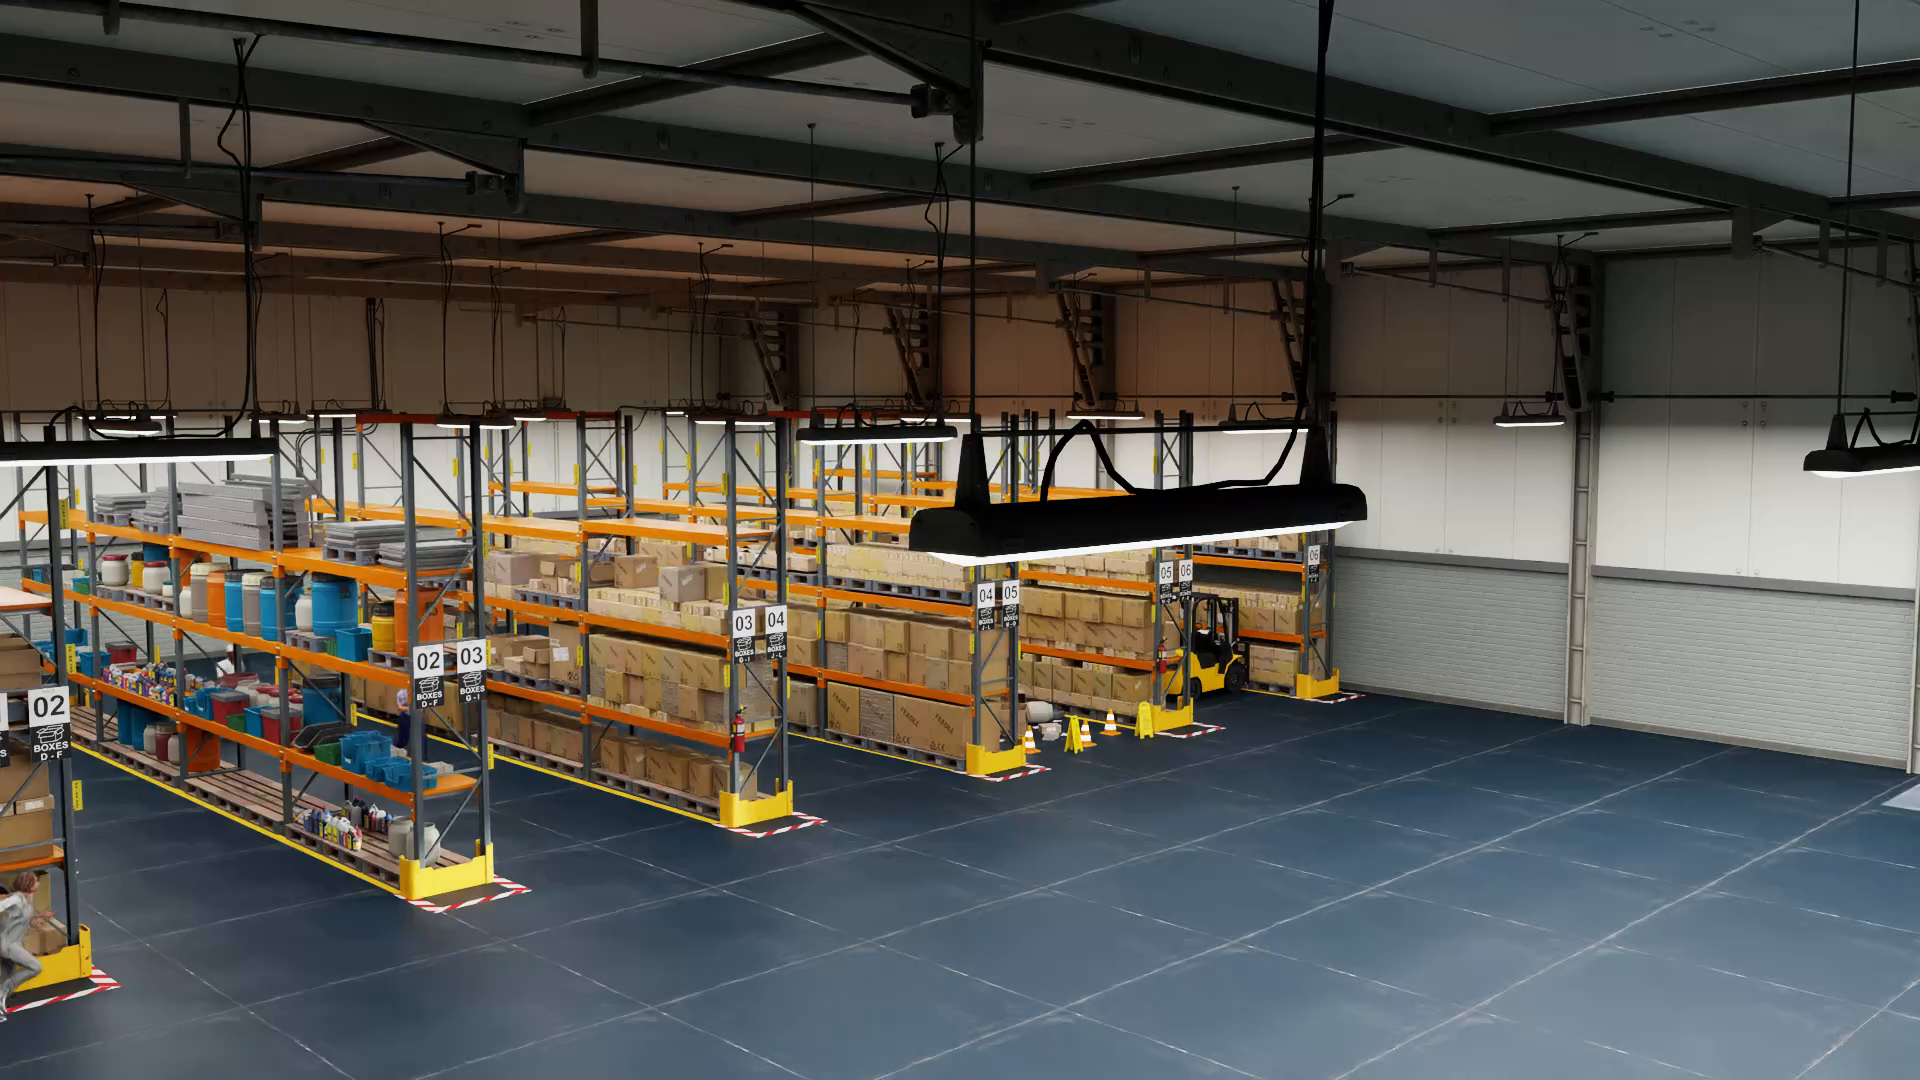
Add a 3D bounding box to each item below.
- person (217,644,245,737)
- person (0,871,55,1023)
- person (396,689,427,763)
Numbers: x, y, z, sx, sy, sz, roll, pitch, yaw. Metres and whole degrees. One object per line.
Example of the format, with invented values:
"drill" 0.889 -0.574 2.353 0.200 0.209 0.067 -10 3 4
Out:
"person" -13.311 2.807 30.464 0.855 1.825 0.658 3 6 35
"person" -9.537 4.107 16.763 0.759 1.523 0.540 -2 5 -19
"person" -9.249 3.077 27.938 0.855 1.695 0.556 5 7 43
